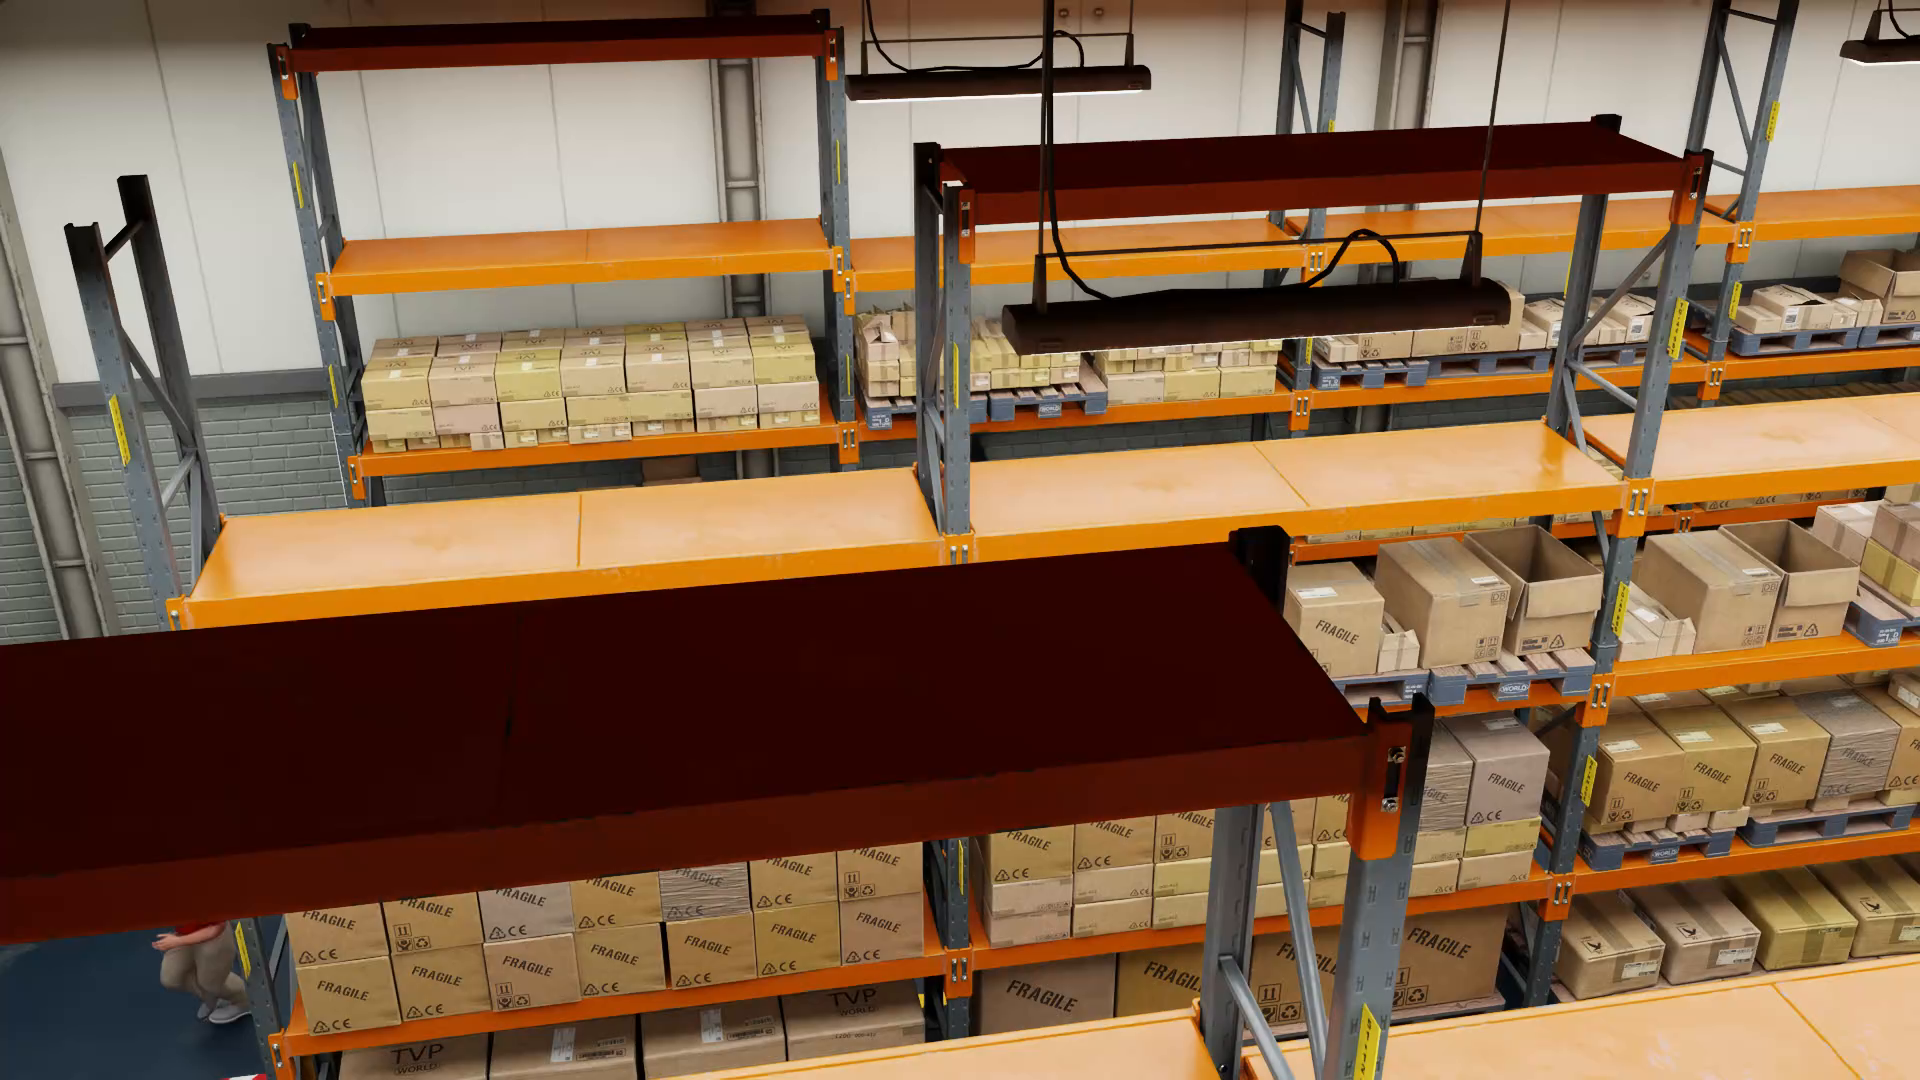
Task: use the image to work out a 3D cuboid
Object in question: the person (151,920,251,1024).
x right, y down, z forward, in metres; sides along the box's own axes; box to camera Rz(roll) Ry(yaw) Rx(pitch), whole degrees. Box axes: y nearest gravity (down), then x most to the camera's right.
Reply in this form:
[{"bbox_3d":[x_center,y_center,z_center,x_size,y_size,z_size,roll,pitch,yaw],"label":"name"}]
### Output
[{"bbox_3d":[-4.999,2.629,10.945,0.704,1.696,0.601,21,33,37],"label":"person"}]
